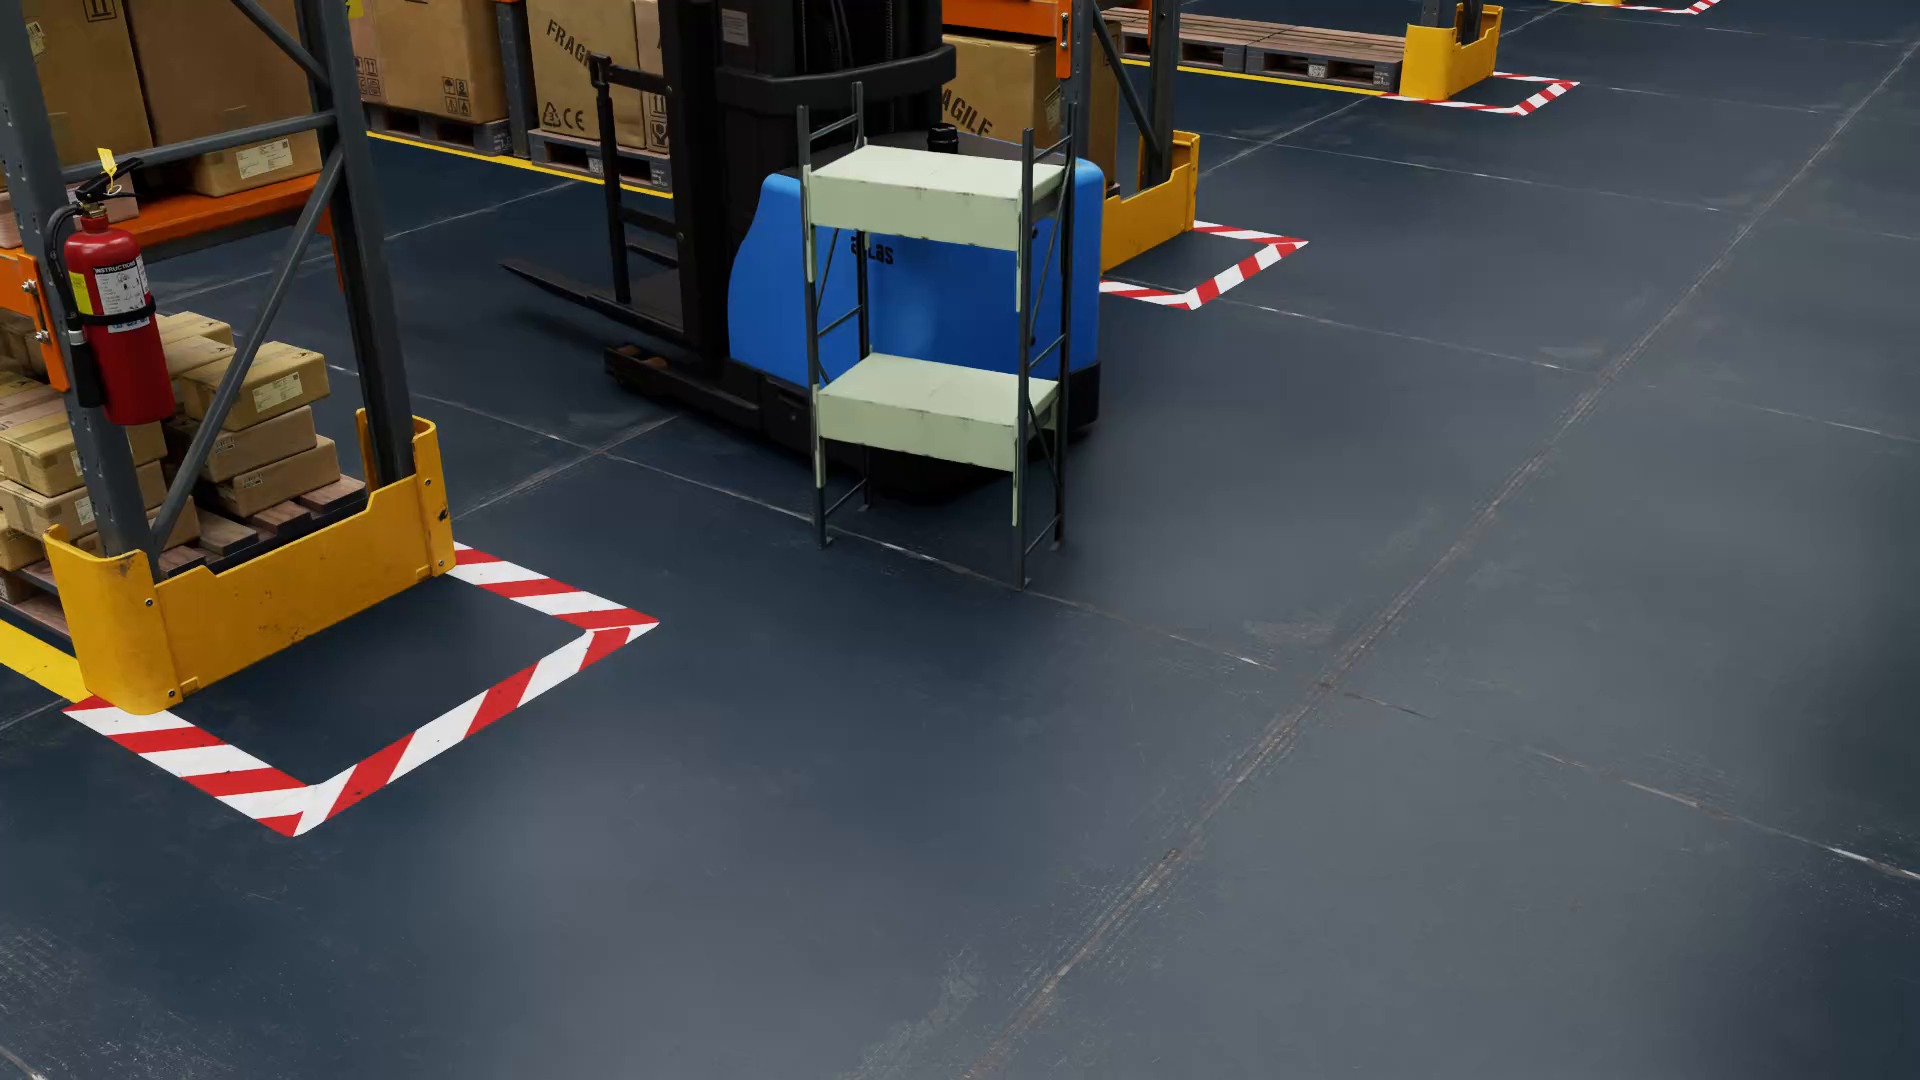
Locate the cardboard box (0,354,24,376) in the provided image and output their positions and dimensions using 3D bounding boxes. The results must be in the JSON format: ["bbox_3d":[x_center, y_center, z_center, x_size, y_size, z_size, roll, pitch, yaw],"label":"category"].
[{"bbox_3d":[-3.294,-0.484,5.417,0.250,0.149,0.380,16,31,28],"label":"cardboard box"}]

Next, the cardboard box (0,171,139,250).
[{"bbox_3d":[-2.505,-0.931,4.550,0.250,0.149,0.380,17,32,30],"label":"cardboard box"}]

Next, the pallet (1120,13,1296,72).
[{"bbox_3d":[1.960,-4.043,13.461,1.213,0.211,1.003,17,32,30],"label":"pallet"}]

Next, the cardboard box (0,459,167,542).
[{"bbox_3d":[-2.673,-0.143,5.077,0.250,0.149,0.380,16,31,29],"label":"cardboard box"}]

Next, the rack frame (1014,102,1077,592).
[{"bbox_3d":[0.268,-0.583,5.242,0.023,1.500,0.400,11,29,21],"label":"rack frame"}]

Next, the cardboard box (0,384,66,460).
[{"bbox_3d":[-2.831,-0.374,5.203,0.250,0.149,0.380,18,32,31],"label":"cardboard box"}]

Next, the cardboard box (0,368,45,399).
[{"bbox_3d":[-3.116,-0.393,5.240,0.250,0.149,0.380,17,31,29],"label":"cardboard box"}]

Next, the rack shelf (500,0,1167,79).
[{"bbox_3d":[-0.833,-3.087,9.301,4.000,0.370,1.077,17,32,30],"label":"rack shelf"}]

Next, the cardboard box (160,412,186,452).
[{"bbox_3d":[-2.556,-0.437,5.653,0.250,0.149,0.380,17,32,30],"label":"cardboard box"}]

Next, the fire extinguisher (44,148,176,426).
[{"bbox_3d":[-2.130,-0.628,4.172,0.183,0.674,0.296,17,32,30],"label":"fire extinguisher"}]

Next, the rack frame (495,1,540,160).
[{"bbox_3d":[-2.482,-3.921,10.147,0.127,3.000,1.000,17,32,30],"label":"rack frame"}]

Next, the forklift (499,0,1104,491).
[{"bbox_3d":[-0.858,-2.046,6.539,3.031,2.935,1.130,24,35,39],"label":"forklift"}]

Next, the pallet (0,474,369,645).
[{"bbox_3d":[-2.788,-0.064,5.643,1.213,0.211,1.003,17,32,30],"label":"pallet"}]

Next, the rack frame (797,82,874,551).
[{"bbox_3d":[-0.402,-0.716,5.504,0.023,1.500,0.400,11,29,21],"label":"rack frame"}]

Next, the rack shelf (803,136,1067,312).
[{"bbox_3d":[-0.067,-0.998,5.196,0.720,0.370,0.431,11,29,21],"label":"rack shelf"}]

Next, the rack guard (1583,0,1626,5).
[{"bbox_3d":[6.365,-5.502,16.010,0.348,0.500,1.175,17,32,30],"label":"rack guard"}]

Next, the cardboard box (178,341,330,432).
[{"bbox_3d":[-2.316,-0.509,5.467,0.250,0.149,0.380,16,31,28],"label":"cardboard box"}]

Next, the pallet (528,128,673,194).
[{"bbox_3d":[-1.899,-2.454,10.339,1.213,0.211,1.003,17,32,30],"label":"pallet"}]

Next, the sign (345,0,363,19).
[{"bbox_3d":[-1.769,-1.654,4.739,0.005,0.325,0.100,17,32,30],"label":"sign"}]

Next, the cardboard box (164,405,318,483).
[{"bbox_3d":[-2.363,-0.345,5.473,0.250,0.149,0.380,19,32,32],"label":"cardboard box"}]

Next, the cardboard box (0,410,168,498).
[{"bbox_3d":[-2.656,-0.288,5.034,0.250,0.149,0.380,18,32,31],"label":"cardboard box"}]

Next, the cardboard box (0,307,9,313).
[{"bbox_3d":[-3.412,-0.839,6.116,0.250,0.149,0.380,18,32,31],"label":"cardboard box"}]

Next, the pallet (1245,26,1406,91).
[{"bbox_3d":[2.962,-3.729,12.845,1.213,0.211,1.003,17,32,30],"label":"pallet"}]

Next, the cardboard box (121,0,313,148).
[{"bbox_3d":[-2.290,-1.461,4.876,0.500,0.500,0.500,19,33,33],"label":"cardboard box"}]

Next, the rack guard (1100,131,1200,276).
[{"bbox_3d":[0.835,-1.774,8.684,0.348,0.500,1.175,17,32,30],"label":"rack guard"}]

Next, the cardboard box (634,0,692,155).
[{"bbox_3d":[-1.241,-2.731,9.688,0.875,0.875,0.875,17,32,30],"label":"cardboard box"}]

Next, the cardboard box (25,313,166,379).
[{"bbox_3d":[-2.997,-0.680,5.803,0.250,0.149,0.380,16,31,28],"label":"cardboard box"}]

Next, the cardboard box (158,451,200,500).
[{"bbox_3d":[-2.589,-0.273,5.659,0.250,0.149,0.380,17,32,30],"label":"cardboard box"}]

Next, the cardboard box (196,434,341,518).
[{"bbox_3d":[-2.327,-0.236,5.587,0.250,0.149,0.380,18,32,31],"label":"cardboard box"}]

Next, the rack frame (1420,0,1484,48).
[{"bbox_3d":[3.620,-4.745,11.768,0.127,3.000,1.000,17,32,30],"label":"rack frame"}]

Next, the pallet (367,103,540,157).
[{"bbox_3d":[-3.160,-2.848,11.114,1.213,0.211,1.003,17,32,30],"label":"pallet"}]

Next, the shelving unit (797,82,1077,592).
[{"bbox_3d":[-0.067,-0.650,5.373,0.755,1.500,0.431,11,29,21],"label":"shelving unit"}]

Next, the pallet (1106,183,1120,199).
[{"bbox_3d":[0.112,-1.827,9.107,1.213,0.211,1.003,17,32,30],"label":"pallet"}]

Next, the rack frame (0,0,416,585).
[{"bbox_3d":[-2.076,-1.065,4.536,0.127,3.000,1.000,17,32,30],"label":"rack frame"}]

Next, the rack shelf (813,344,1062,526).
[{"bbox_3d":[-0.067,-0.359,5.521,0.720,0.370,0.431,11,29,21],"label":"rack shelf"}]

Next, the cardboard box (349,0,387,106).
[{"bbox_3d":[-3.758,-3.547,11.293,0.875,0.875,1.225,16,31,29],"label":"cardboard box"}]

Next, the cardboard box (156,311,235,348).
[{"bbox_3d":[-2.746,-0.647,5.739,0.250,0.149,0.380,17,32,30],"label":"cardboard box"}]

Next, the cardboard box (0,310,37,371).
[{"bbox_3d":[-3.221,-0.755,5.950,0.250,0.149,0.380,19,32,32],"label":"cardboard box"}]

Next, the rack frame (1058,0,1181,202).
[{"bbox_3d":[0.815,-2.894,8.129,0.127,3.000,1.000,17,32,30],"label":"rack frame"}]

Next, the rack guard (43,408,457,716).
[{"bbox_3d":[-2.139,0.029,5.142,0.348,0.500,1.175,17,32,30],"label":"rack guard"}]

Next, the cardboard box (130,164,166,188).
[{"bbox_3d":[-2.391,-1.209,5.096,0.250,0.149,0.380,19,32,32],"label":"cardboard box"}]

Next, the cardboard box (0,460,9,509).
[{"bbox_3d":[-2.858,-0.231,5.248,0.250,0.149,0.380,16,31,29],"label":"cardboard box"}]

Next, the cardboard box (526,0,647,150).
[{"bbox_3d":[-1.983,-2.962,10.142,0.875,0.875,0.875,17,32,30],"label":"cardboard box"}]

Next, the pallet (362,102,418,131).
[{"bbox_3d":[-4.170,-3.161,11.729,1.213,0.211,1.003,17,32,30],"label":"pallet"}]

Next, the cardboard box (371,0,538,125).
[{"bbox_3d":[-3.021,-3.318,10.842,0.875,0.875,1.225,17,32,30],"label":"cardboard box"}]

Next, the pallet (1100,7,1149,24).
[{"bbox_3d":[0.951,-4.356,14.076,1.213,0.211,1.003,17,32,30],"label":"pallet"}]

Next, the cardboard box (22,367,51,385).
[{"bbox_3d":[-3.231,-0.605,5.985,0.250,0.149,0.380,16,31,28],"label":"cardboard box"}]

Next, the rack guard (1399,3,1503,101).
[{"bbox_3d":[3.647,-3.630,12.332,0.348,0.500,1.175,17,32,30],"label":"rack guard"}]

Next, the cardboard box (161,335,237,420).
[{"bbox_3d":[-2.611,-0.535,5.517,0.250,0.149,0.380,18,32,31],"label":"cardboard box"}]

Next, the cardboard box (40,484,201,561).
[{"bbox_3d":[-2.628,-0.039,5.200,0.250,0.149,0.380,18,32,31],"label":"cardboard box"}]

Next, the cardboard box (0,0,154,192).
[{"bbox_3d":[-2.592,-1.262,4.484,0.500,0.500,0.500,18,32,31],"label":"cardboard box"}]

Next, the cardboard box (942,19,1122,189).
[{"bbox_3d":[0.243,-2.268,8.780,0.875,0.875,0.875,17,32,30],"label":"cardboard box"}]

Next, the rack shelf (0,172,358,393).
[{"bbox_3d":[-3.725,-1.258,5.709,4.000,0.370,1.077,17,32,30],"label":"rack shelf"}]

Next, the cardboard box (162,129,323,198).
[{"bbox_3d":[-2.158,-1.159,4.998,0.250,0.149,0.380,17,32,30],"label":"cardboard box"}]

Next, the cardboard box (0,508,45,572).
[{"bbox_3d":[-2.897,-0.067,5.255,0.250,0.149,0.380,18,32,32],"label":"cardboard box"}]
